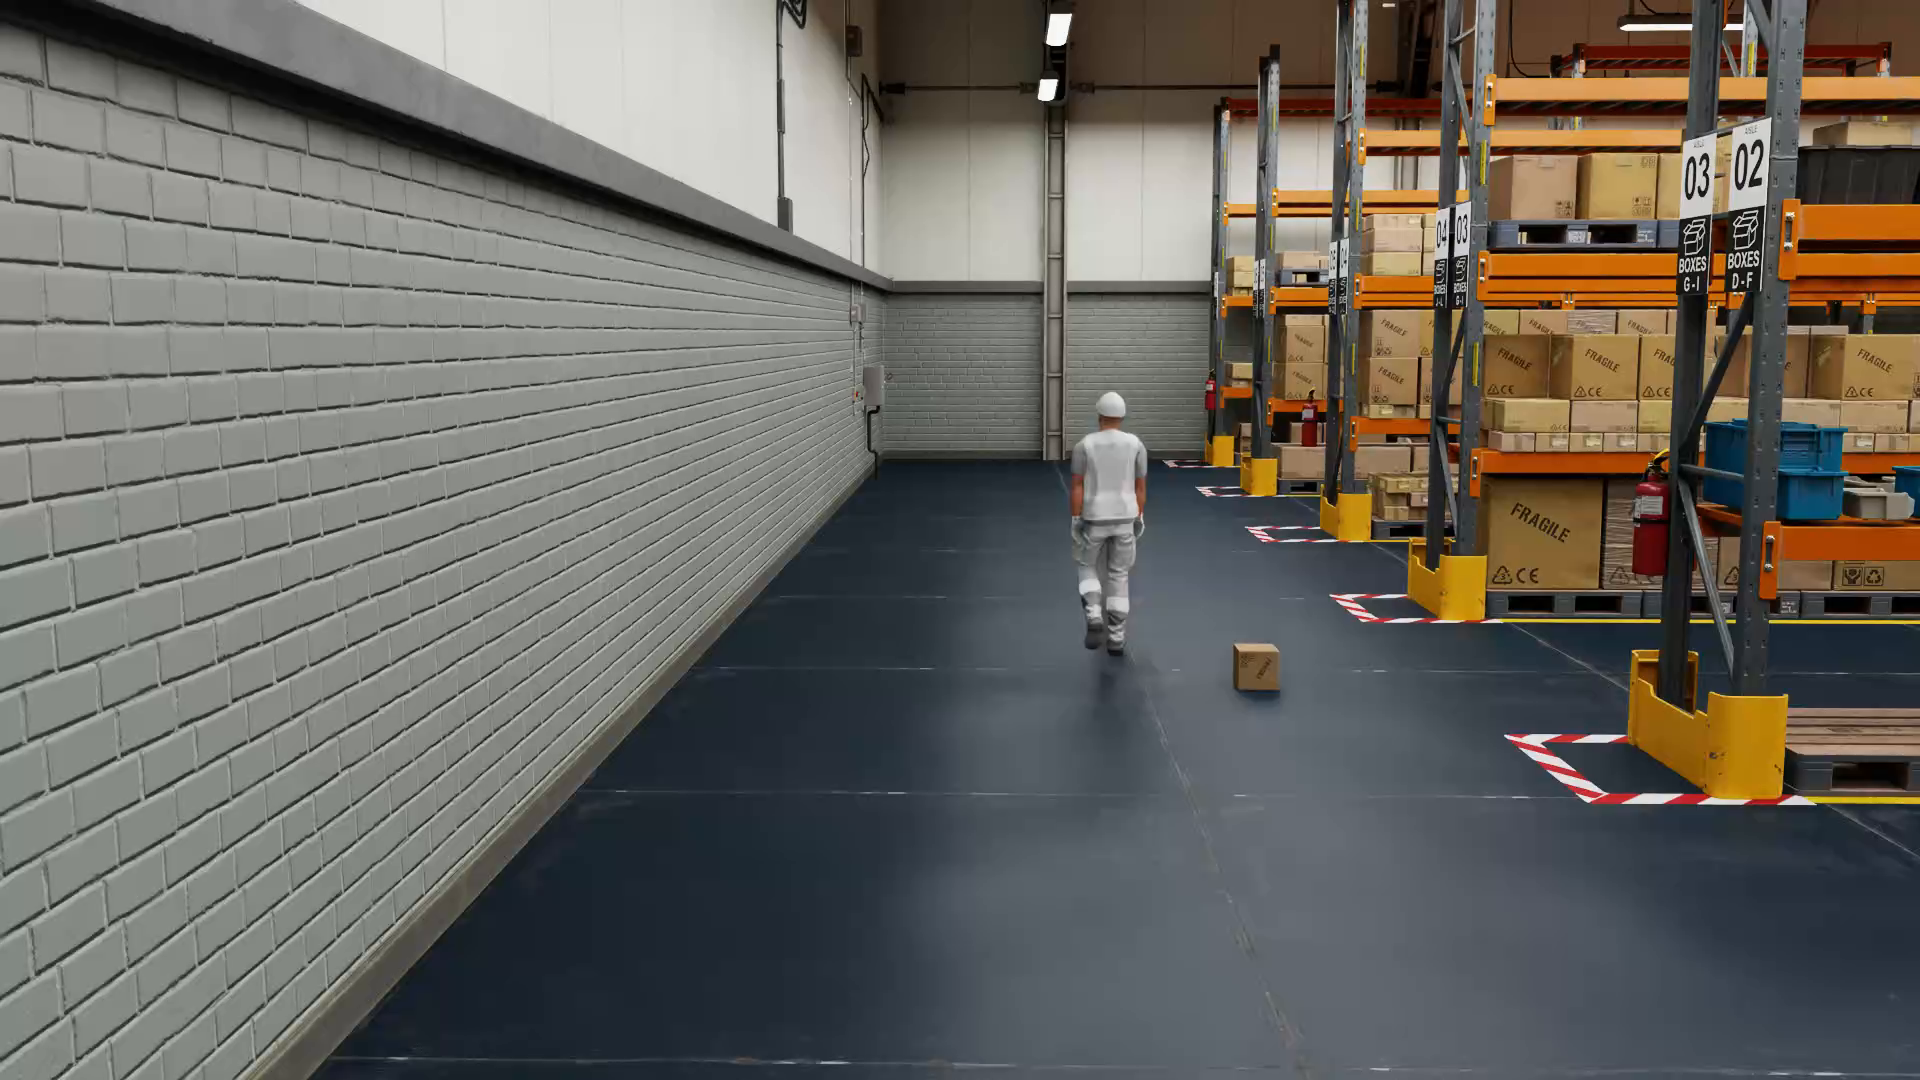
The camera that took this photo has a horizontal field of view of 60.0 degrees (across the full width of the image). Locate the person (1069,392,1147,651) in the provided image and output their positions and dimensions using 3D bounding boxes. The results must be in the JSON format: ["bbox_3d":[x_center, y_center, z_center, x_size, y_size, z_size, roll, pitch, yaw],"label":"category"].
[{"bbox_3d":[1.019,-0.129,11.546,0.539,1.797,0.449,0,7,0],"label":"person"}]
